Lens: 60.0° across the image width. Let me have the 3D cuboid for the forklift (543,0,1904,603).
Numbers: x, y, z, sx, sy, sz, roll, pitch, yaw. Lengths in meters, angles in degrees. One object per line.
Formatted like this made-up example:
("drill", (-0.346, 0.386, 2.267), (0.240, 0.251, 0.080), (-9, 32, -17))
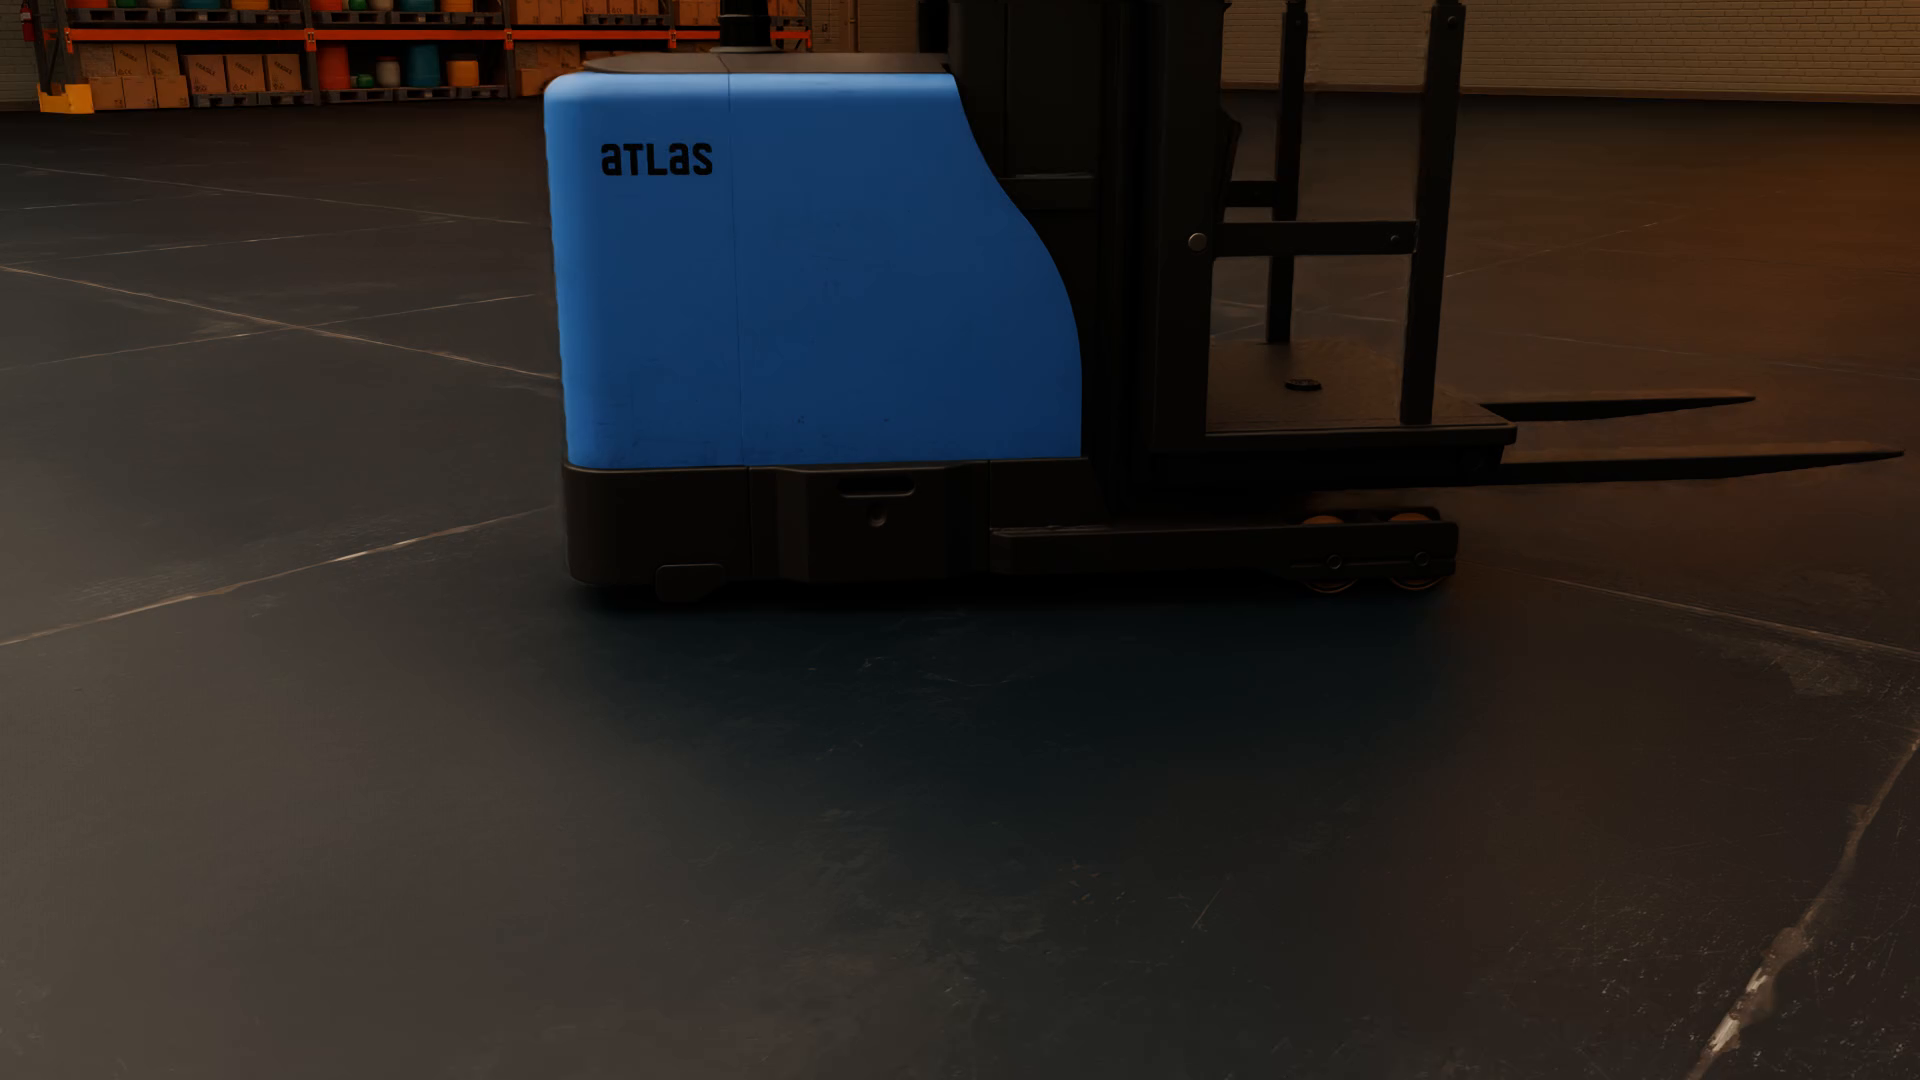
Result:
("forklift", (0.642, -1.438, 3.633), (3.031, 2.935, 1.130), (-2, 17, -6))
